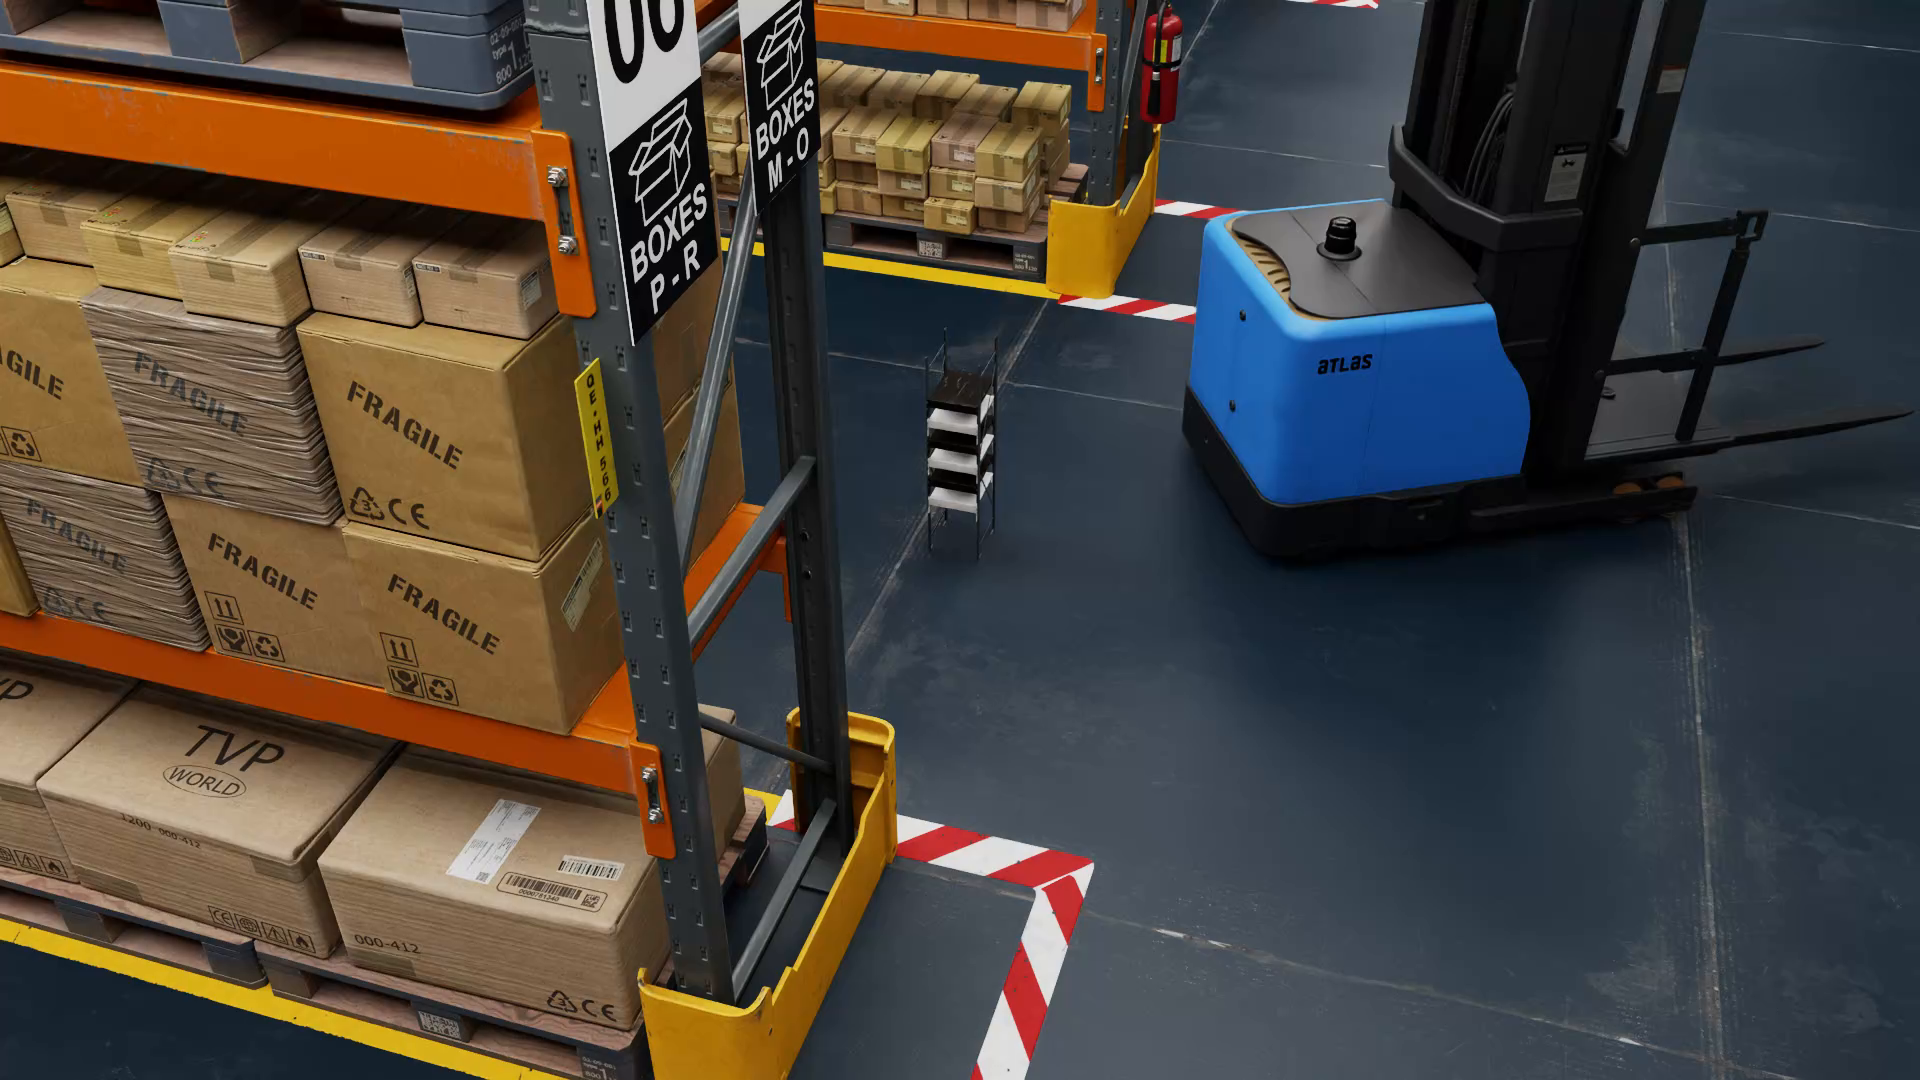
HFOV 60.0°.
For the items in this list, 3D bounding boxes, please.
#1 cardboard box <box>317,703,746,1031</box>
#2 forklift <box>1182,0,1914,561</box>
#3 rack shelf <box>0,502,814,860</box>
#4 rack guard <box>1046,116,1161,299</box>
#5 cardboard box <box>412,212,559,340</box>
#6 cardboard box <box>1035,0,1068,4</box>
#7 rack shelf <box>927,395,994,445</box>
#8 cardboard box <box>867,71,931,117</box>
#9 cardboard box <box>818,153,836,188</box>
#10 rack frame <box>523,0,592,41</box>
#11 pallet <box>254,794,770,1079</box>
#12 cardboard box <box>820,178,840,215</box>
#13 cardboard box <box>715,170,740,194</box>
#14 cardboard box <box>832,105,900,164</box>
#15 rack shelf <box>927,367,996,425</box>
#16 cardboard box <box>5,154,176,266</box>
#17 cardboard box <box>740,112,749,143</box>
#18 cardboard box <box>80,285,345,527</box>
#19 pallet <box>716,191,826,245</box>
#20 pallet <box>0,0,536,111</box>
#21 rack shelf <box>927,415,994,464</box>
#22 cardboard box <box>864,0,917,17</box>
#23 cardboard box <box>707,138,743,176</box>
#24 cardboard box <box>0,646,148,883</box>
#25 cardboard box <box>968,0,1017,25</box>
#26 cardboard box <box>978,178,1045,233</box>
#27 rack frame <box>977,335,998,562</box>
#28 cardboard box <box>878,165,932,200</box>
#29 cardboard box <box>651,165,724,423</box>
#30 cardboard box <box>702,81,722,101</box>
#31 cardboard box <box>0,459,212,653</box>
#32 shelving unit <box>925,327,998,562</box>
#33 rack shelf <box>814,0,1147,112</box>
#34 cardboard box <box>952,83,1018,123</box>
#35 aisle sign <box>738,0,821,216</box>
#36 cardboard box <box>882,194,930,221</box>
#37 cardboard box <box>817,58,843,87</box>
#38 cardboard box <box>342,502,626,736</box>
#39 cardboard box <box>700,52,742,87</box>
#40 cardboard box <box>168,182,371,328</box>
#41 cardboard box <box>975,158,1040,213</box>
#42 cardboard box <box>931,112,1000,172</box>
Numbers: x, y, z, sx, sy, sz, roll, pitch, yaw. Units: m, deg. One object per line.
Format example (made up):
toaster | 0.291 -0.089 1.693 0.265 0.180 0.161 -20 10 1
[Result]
cardboard box | -1.206 0.860 4.859 0.875 0.438 0.875 9 37 12
forklift | 2.544 -1.547 6.379 3.031 2.935 1.130 -8 37 -10
rack shelf | -2.455 -0.007 4.836 4.000 0.370 1.077 10 38 14
rack guard | 0.761 -1.768 8.731 0.348 0.500 1.175 10 38 14
cardboard box | -0.948 -0.597 3.556 0.250 0.149 0.380 11 38 15
cardboard box | 0.328 -2.855 7.764 0.500 0.500 0.500 11 38 15
rack shelf | 0.008 -0.479 6.394 0.200 0.077 0.258 10 38 14
cardboard box | -0.328 -2.402 9.031 0.250 0.149 0.380 9 37 12
cardboard box | -0.750 -2.009 8.749 0.250 0.149 0.380 11 38 15
rack frame | -0.546 -2.359 2.364 0.127 3.000 1.000 10 38 14
pallet | -1.332 1.083 5.101 1.213 0.211 1.003 10 38 14
cardboard box | -0.735 -1.887 8.834 0.250 0.149 0.380 9 37 12
cardboard box | -1.208 -2.034 9.034 0.250 0.149 0.380 12 38 15
cardboard box | -0.483 -2.105 8.628 0.250 0.149 0.380 9 37 12
rack shelf | 0.008 -0.552 6.341 0.200 0.077 0.258 10 38 14
cardboard box | -1.926 -0.781 3.805 0.250 0.149 0.380 10 38 13
cardboard box | -0.975 -2.230 8.798 0.250 0.149 0.380 9 37 12
cardboard box | -1.585 -0.412 3.852 0.500 0.500 0.500 11 38 14
pallet | -1.164 -2.032 9.333 1.213 0.211 1.003 10 38 14
pallet | -1.257 -1.241 3.449 1.213 0.211 1.003 10 38 14
rack shelf | 0.008 -0.407 6.448 0.200 0.077 0.258 10 38 14
cardboard box | -0.282 -2.691 8.088 0.250 0.149 0.380 11 38 15
cardboard box | -1.260 -2.098 8.870 0.250 0.149 0.380 11 38 14
cardboard box | -2.942 0.542 5.290 0.875 0.438 0.875 9 37 13
cardboard box | 0.212 -2.623 7.996 0.250 0.149 0.380 10 38 14
cardboard box | 0.269 -1.758 8.658 0.250 0.149 0.380 11 38 15
rack frame | 0.105 -0.343 6.457 0.006 0.900 0.240 10 38 14
cardboard box | -0.252 -1.925 8.635 0.250 0.149 0.380 9 37 12
cardboard box | -0.919 -0.632 4.150 0.500 0.500 0.500 10 37 13
cardboard box | -1.457 -2.326 8.929 0.250 0.149 0.380 9 37 12
cardboard box | -2.054 -0.101 4.273 0.500 0.500 0.500 12 38 15
shelving unit | 0.008 -0.361 6.481 0.210 0.900 0.258 10 38 14
rack shelf | -1.075 -2.825 8.665 4.000 0.370 1.077 10 38 14
cardboard box | 0.136 -2.288 8.877 0.250 0.149 0.380 11 38 15
aisle sign | -0.391 -1.141 3.577 0.004 0.787 0.394 10 38 14
cardboard box | -0.233 -1.841 8.772 0.250 0.149 0.380 10 38 14
cardboard box | -0.827 -2.528 9.204 0.250 0.149 0.380 11 38 15
cardboard box | -1.085 0.081 4.025 0.500 0.500 0.500 11 38 14
cardboard box | -1.300 -2.625 9.334 0.250 0.149 0.380 9 37 12
cardboard box | -1.469 -0.627 3.596 0.250 0.149 0.380 10 38 13
cardboard box | 0.245 -1.834 8.511 0.250 0.149 0.380 10 37 13
cardboard box | 0.030 -2.049 8.553 0.250 0.149 0.380 11 38 15
